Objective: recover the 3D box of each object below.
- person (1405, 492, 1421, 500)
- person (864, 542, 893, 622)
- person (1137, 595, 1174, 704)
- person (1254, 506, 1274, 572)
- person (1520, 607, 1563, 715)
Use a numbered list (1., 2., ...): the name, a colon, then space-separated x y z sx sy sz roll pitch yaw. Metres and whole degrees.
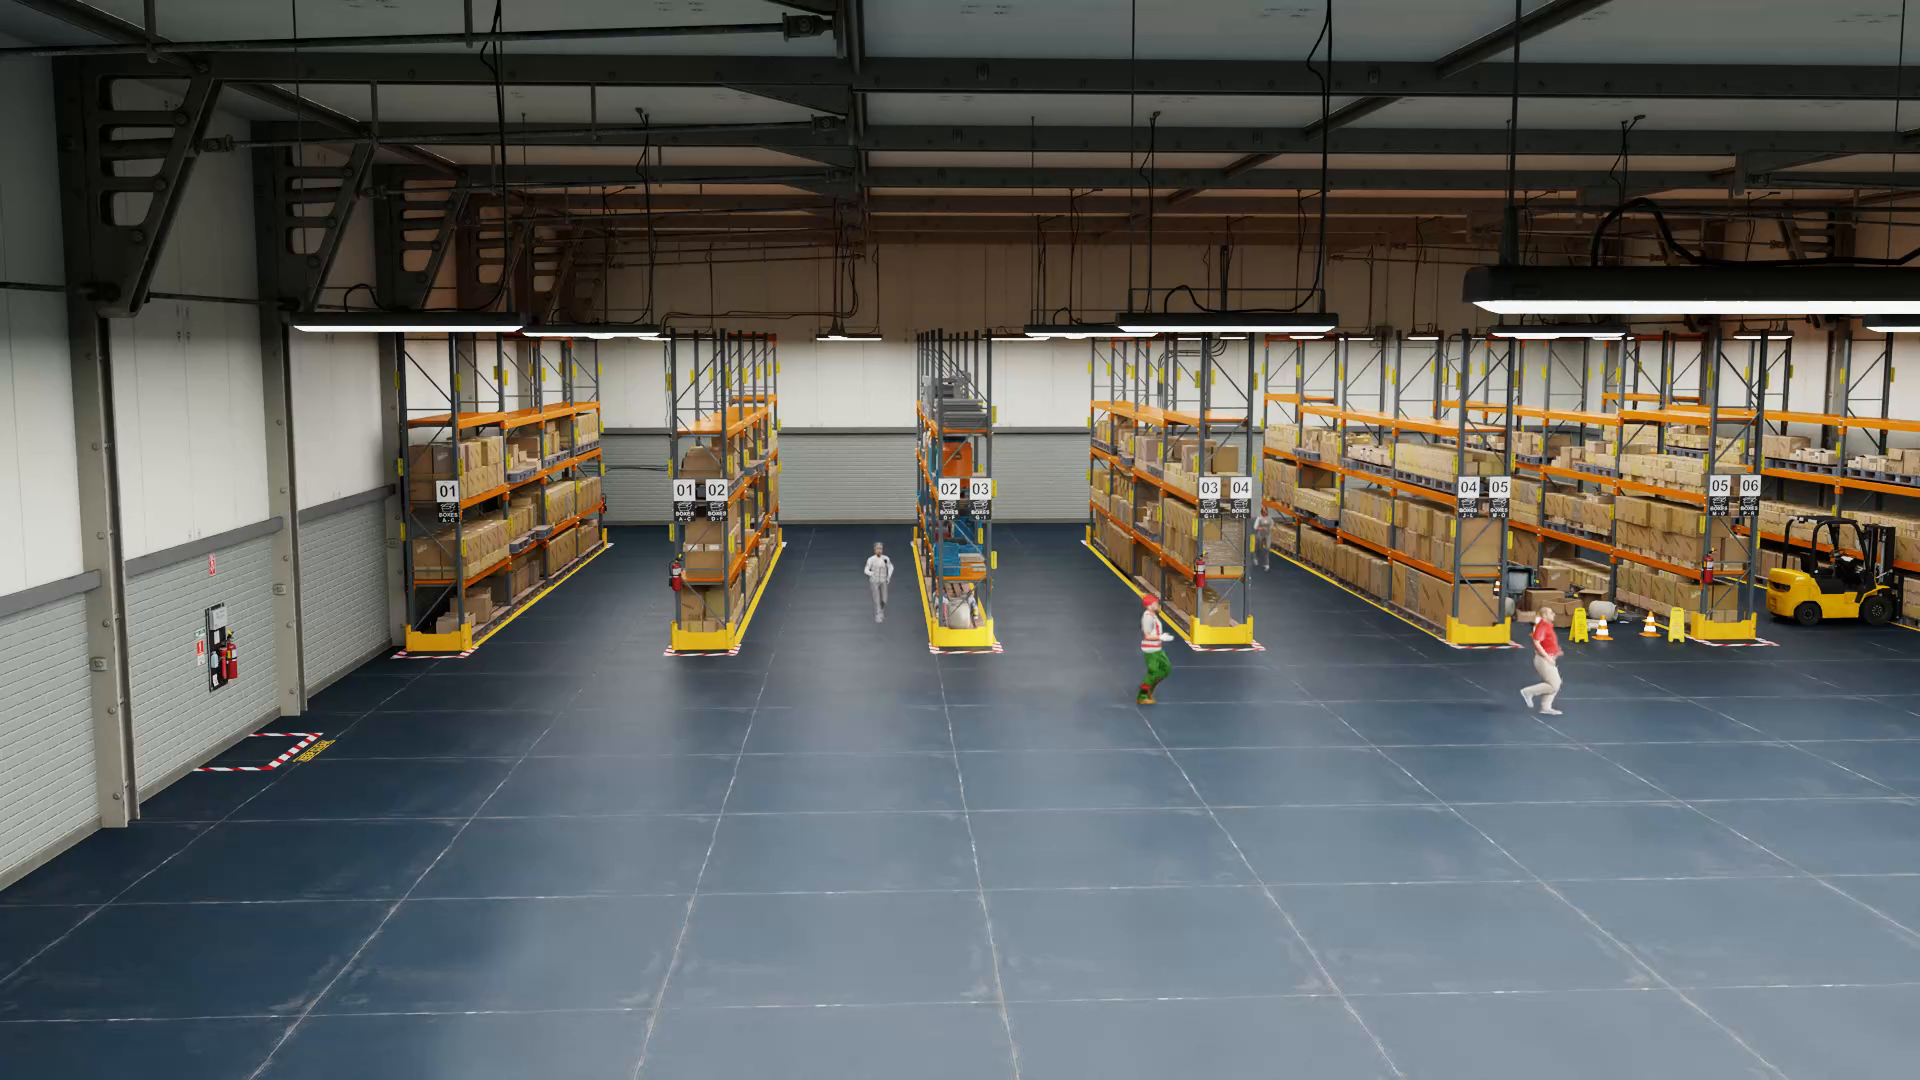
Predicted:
1. person: 13.435 -0.901 49.455 0.771 1.628 0.539 -1 7 -5
2. person: -1.634 0.870 34.023 0.624 1.656 0.537 -1 7 -12
3. person: 3.108 1.742 26.339 0.609 1.756 0.639 2 7 17
4. person: 7.729 -0.057 42.334 0.550 1.619 0.874 0 7 0
5. person: 9.006 1.865 25.705 0.619 1.678 0.679 2 7 17
